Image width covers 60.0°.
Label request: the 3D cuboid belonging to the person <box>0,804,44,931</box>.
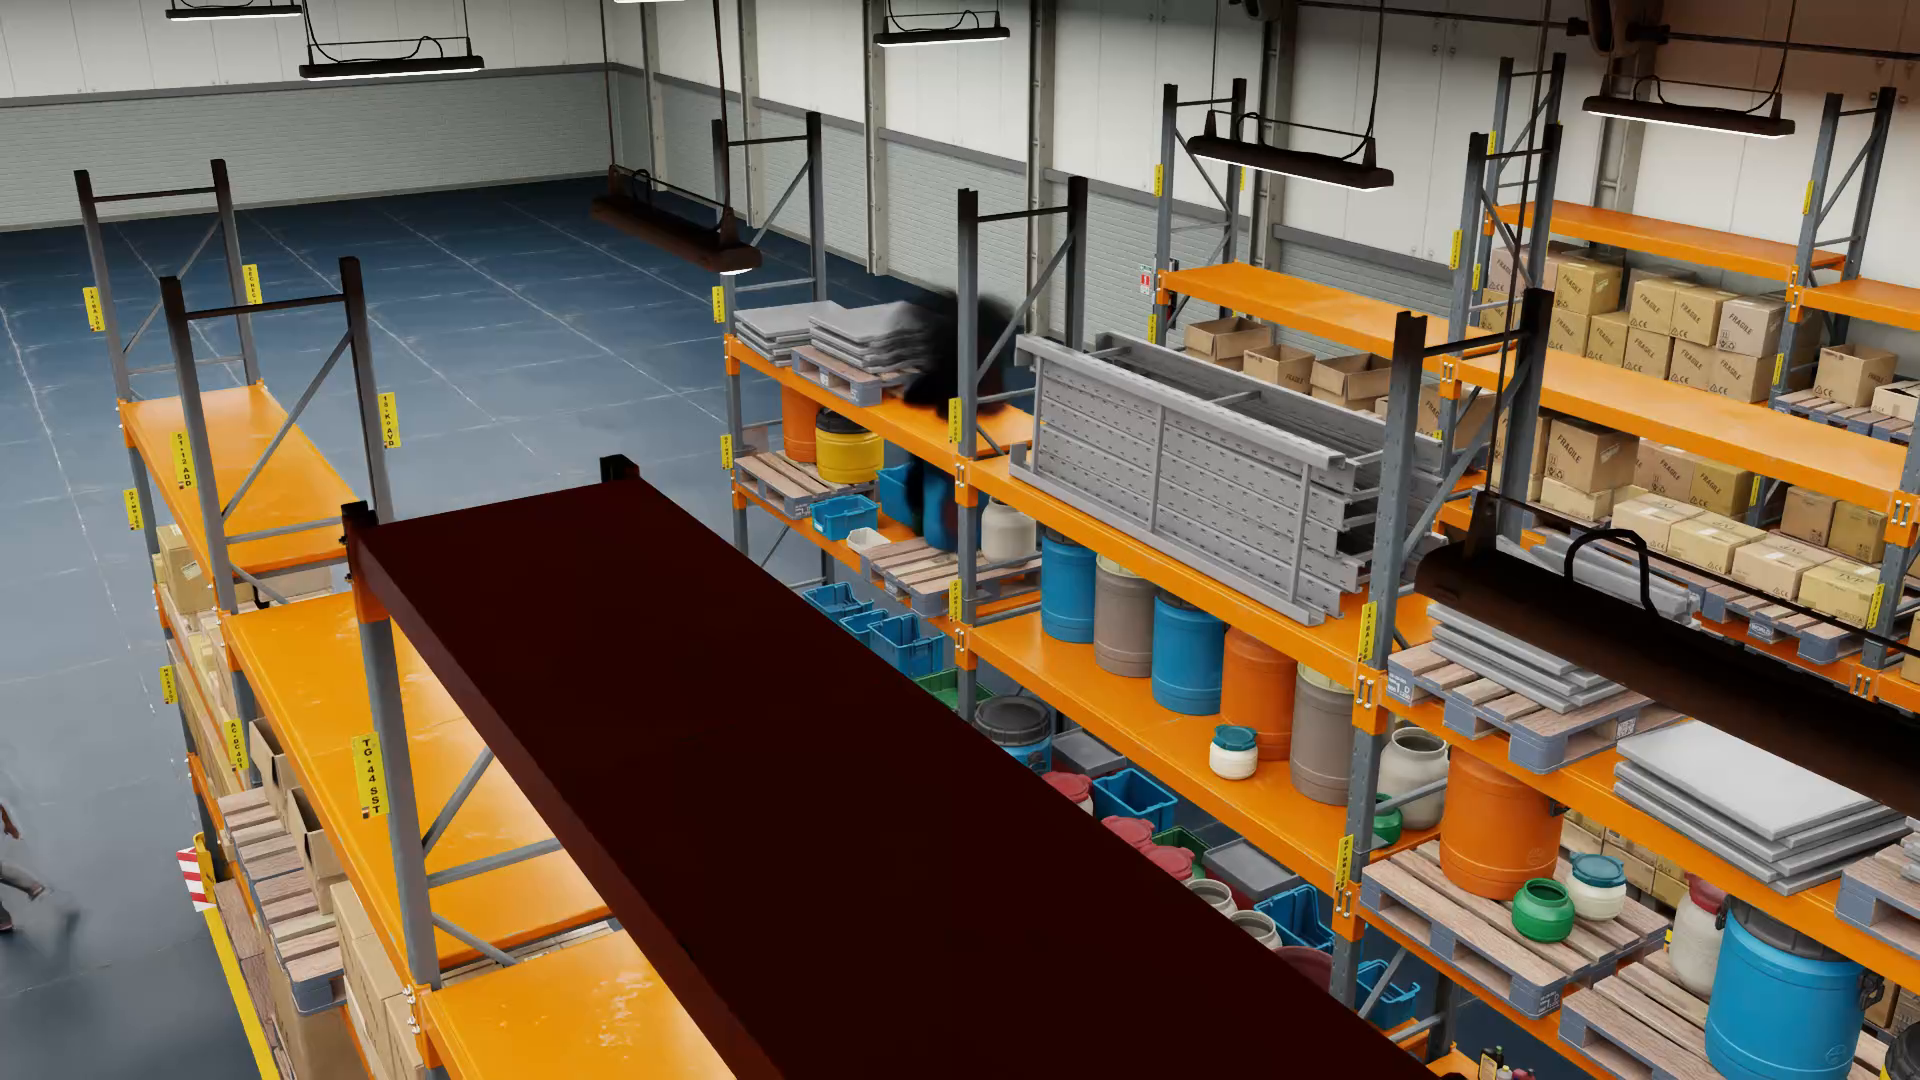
[{"bbox_3d":[-7.837,2.397,13.252,0.671,1.626,0.625,3,22,7],"label":"person"}]

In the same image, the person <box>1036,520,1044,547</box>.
[{"bbox_3d":[0.821,-0.634,20.668,0.851,1.780,0.603,-4,22,-10],"label":"person"}]
